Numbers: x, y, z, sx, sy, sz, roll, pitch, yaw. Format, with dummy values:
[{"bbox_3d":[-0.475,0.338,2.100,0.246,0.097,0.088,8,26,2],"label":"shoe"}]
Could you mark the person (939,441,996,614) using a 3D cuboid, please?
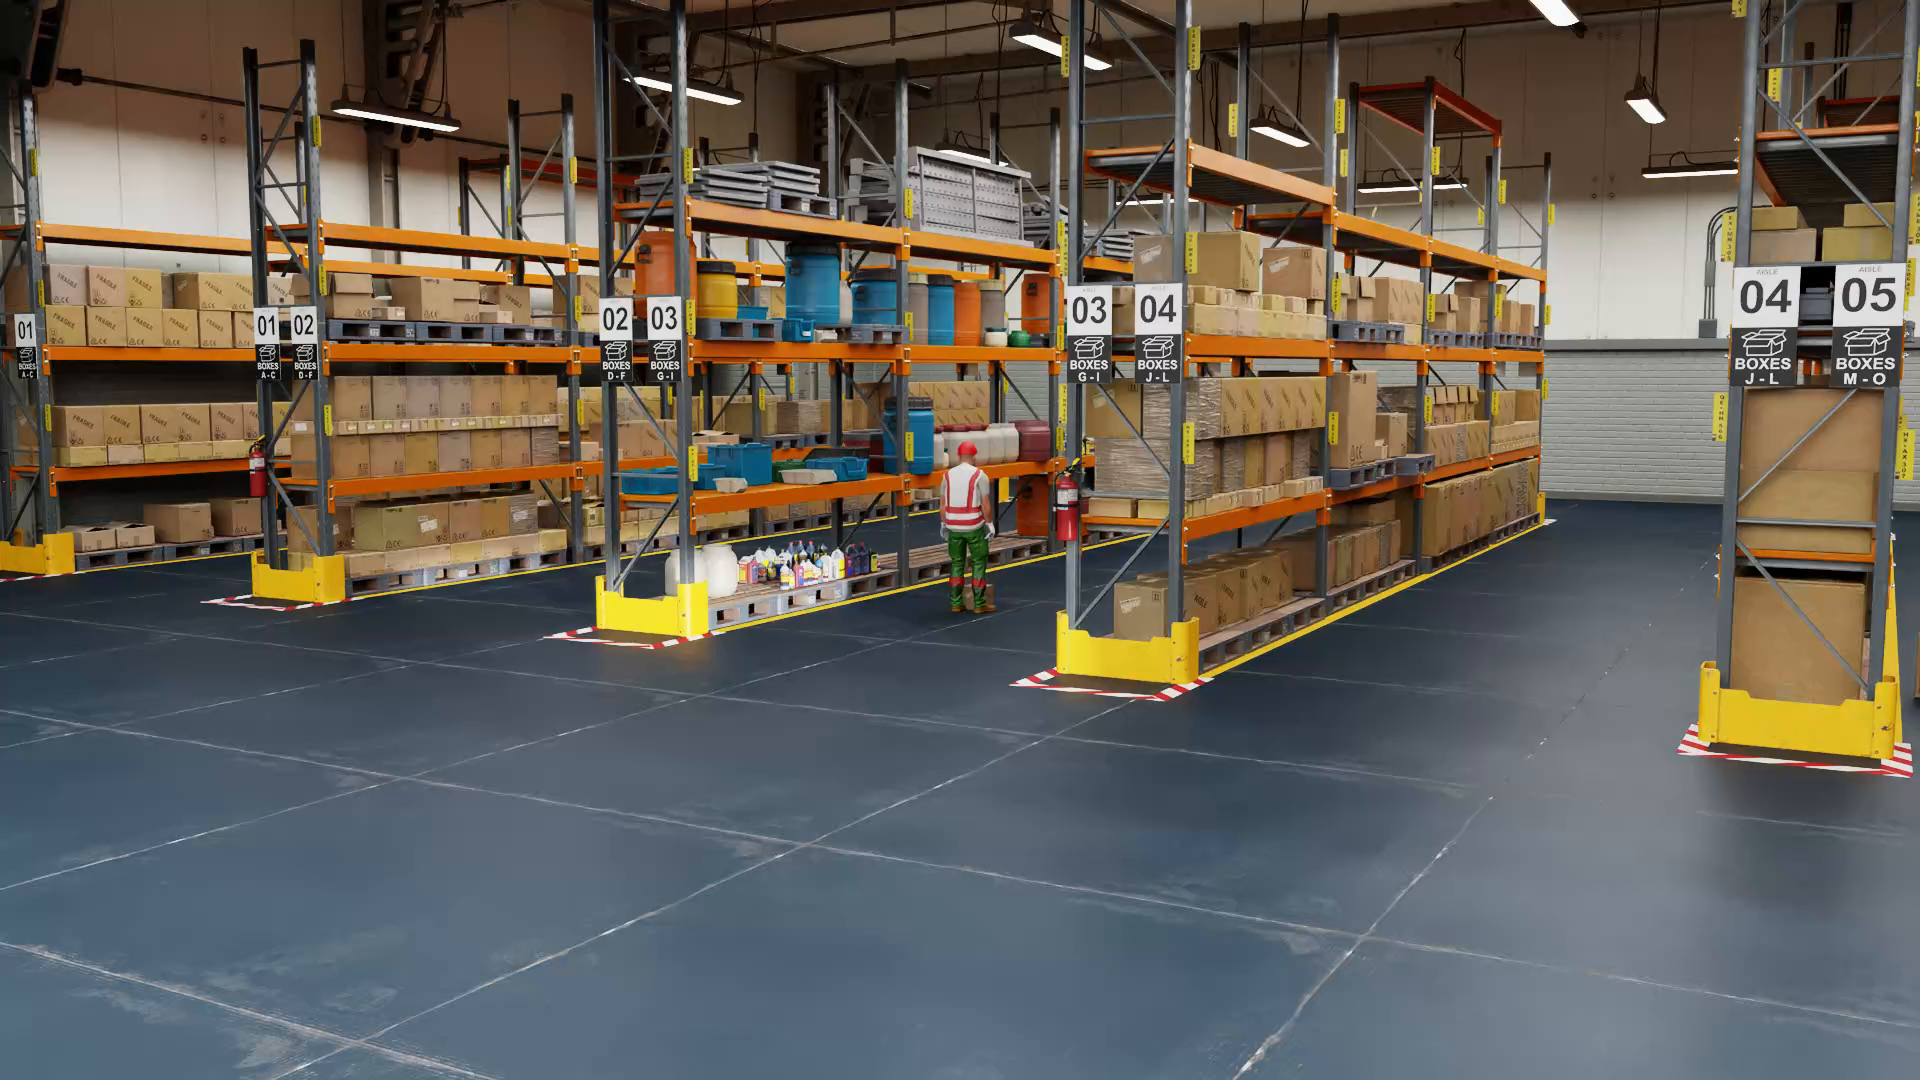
[{"bbox_3d":[0.074,-0.135,17.328,0.612,1.778,0.451,3,6,25],"label":"person"}]
